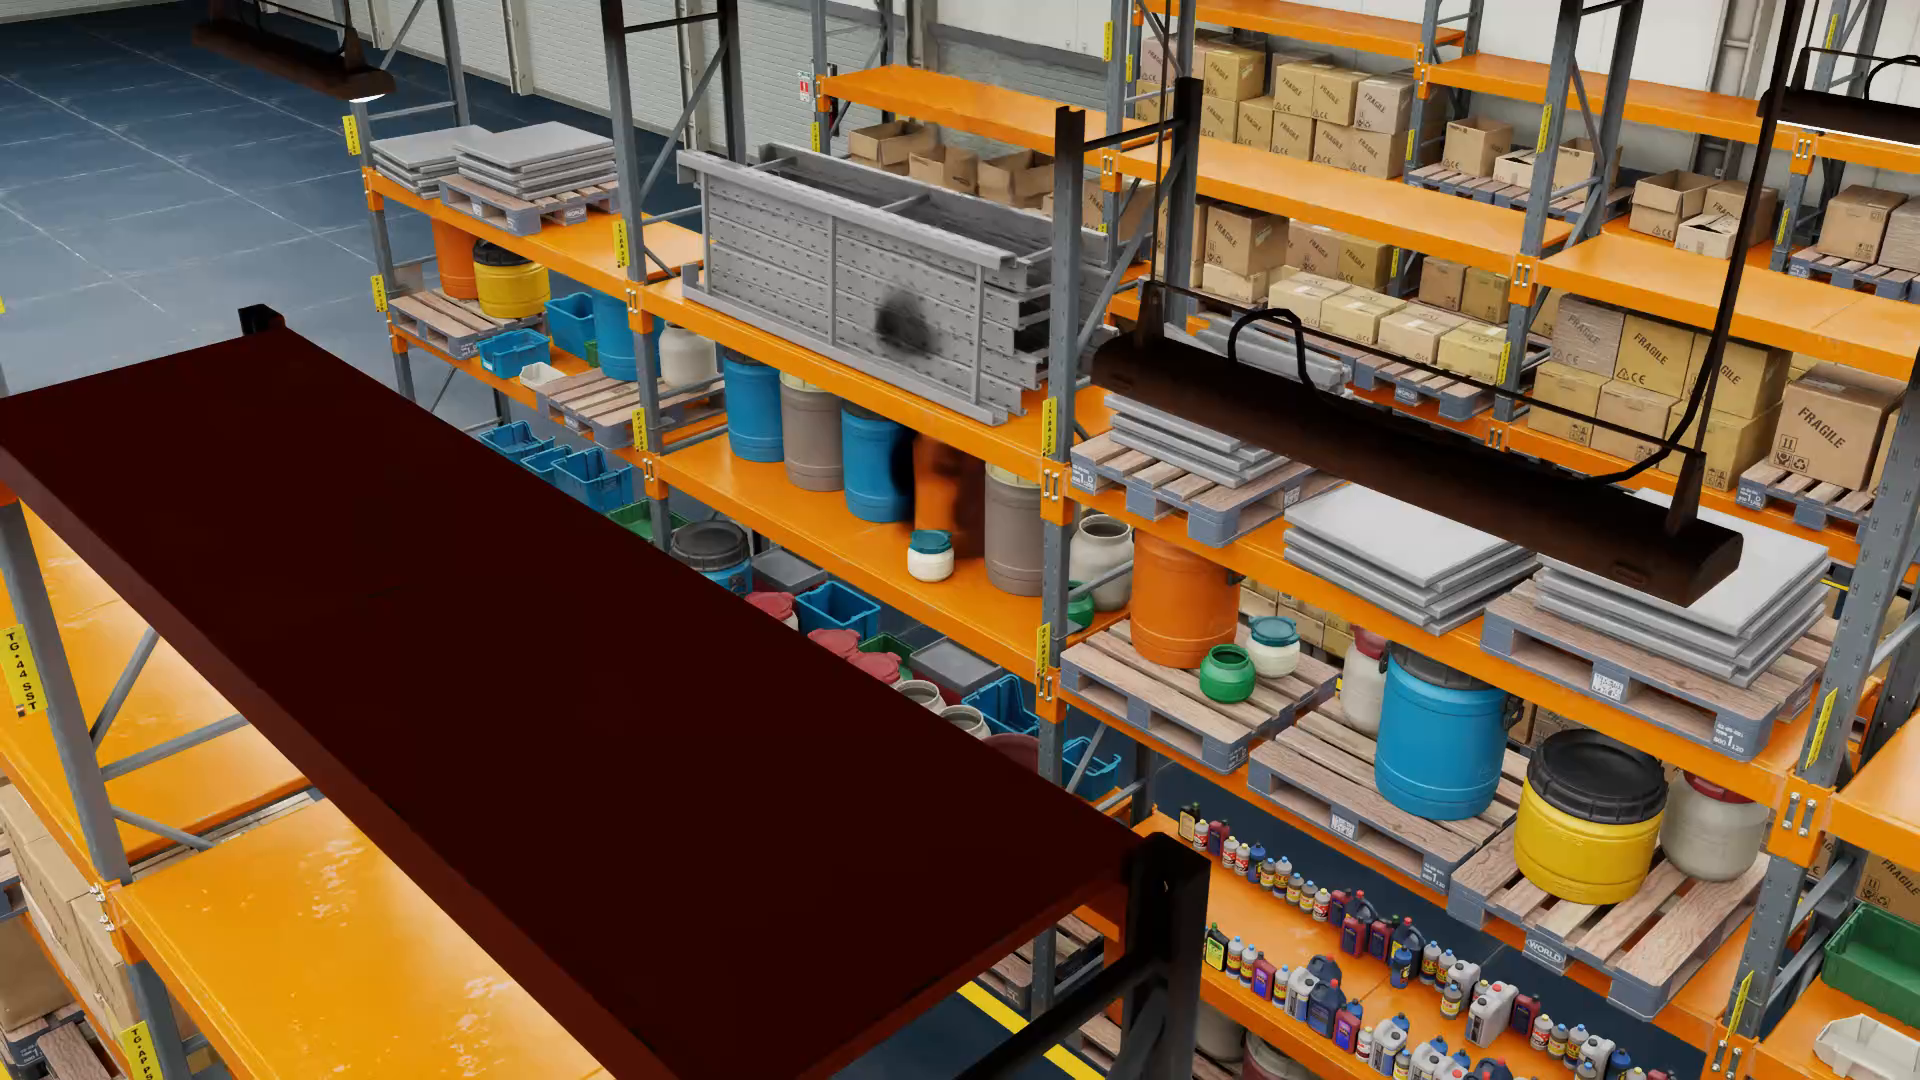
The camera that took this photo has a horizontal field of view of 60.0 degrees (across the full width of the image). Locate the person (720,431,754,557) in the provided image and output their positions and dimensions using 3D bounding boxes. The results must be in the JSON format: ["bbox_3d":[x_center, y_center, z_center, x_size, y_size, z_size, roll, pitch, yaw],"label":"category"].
[{"bbox_3d":[-2.082,-0.379,15.699,0.645,1.742,0.637,-24,36,-37],"label":"person"}]
